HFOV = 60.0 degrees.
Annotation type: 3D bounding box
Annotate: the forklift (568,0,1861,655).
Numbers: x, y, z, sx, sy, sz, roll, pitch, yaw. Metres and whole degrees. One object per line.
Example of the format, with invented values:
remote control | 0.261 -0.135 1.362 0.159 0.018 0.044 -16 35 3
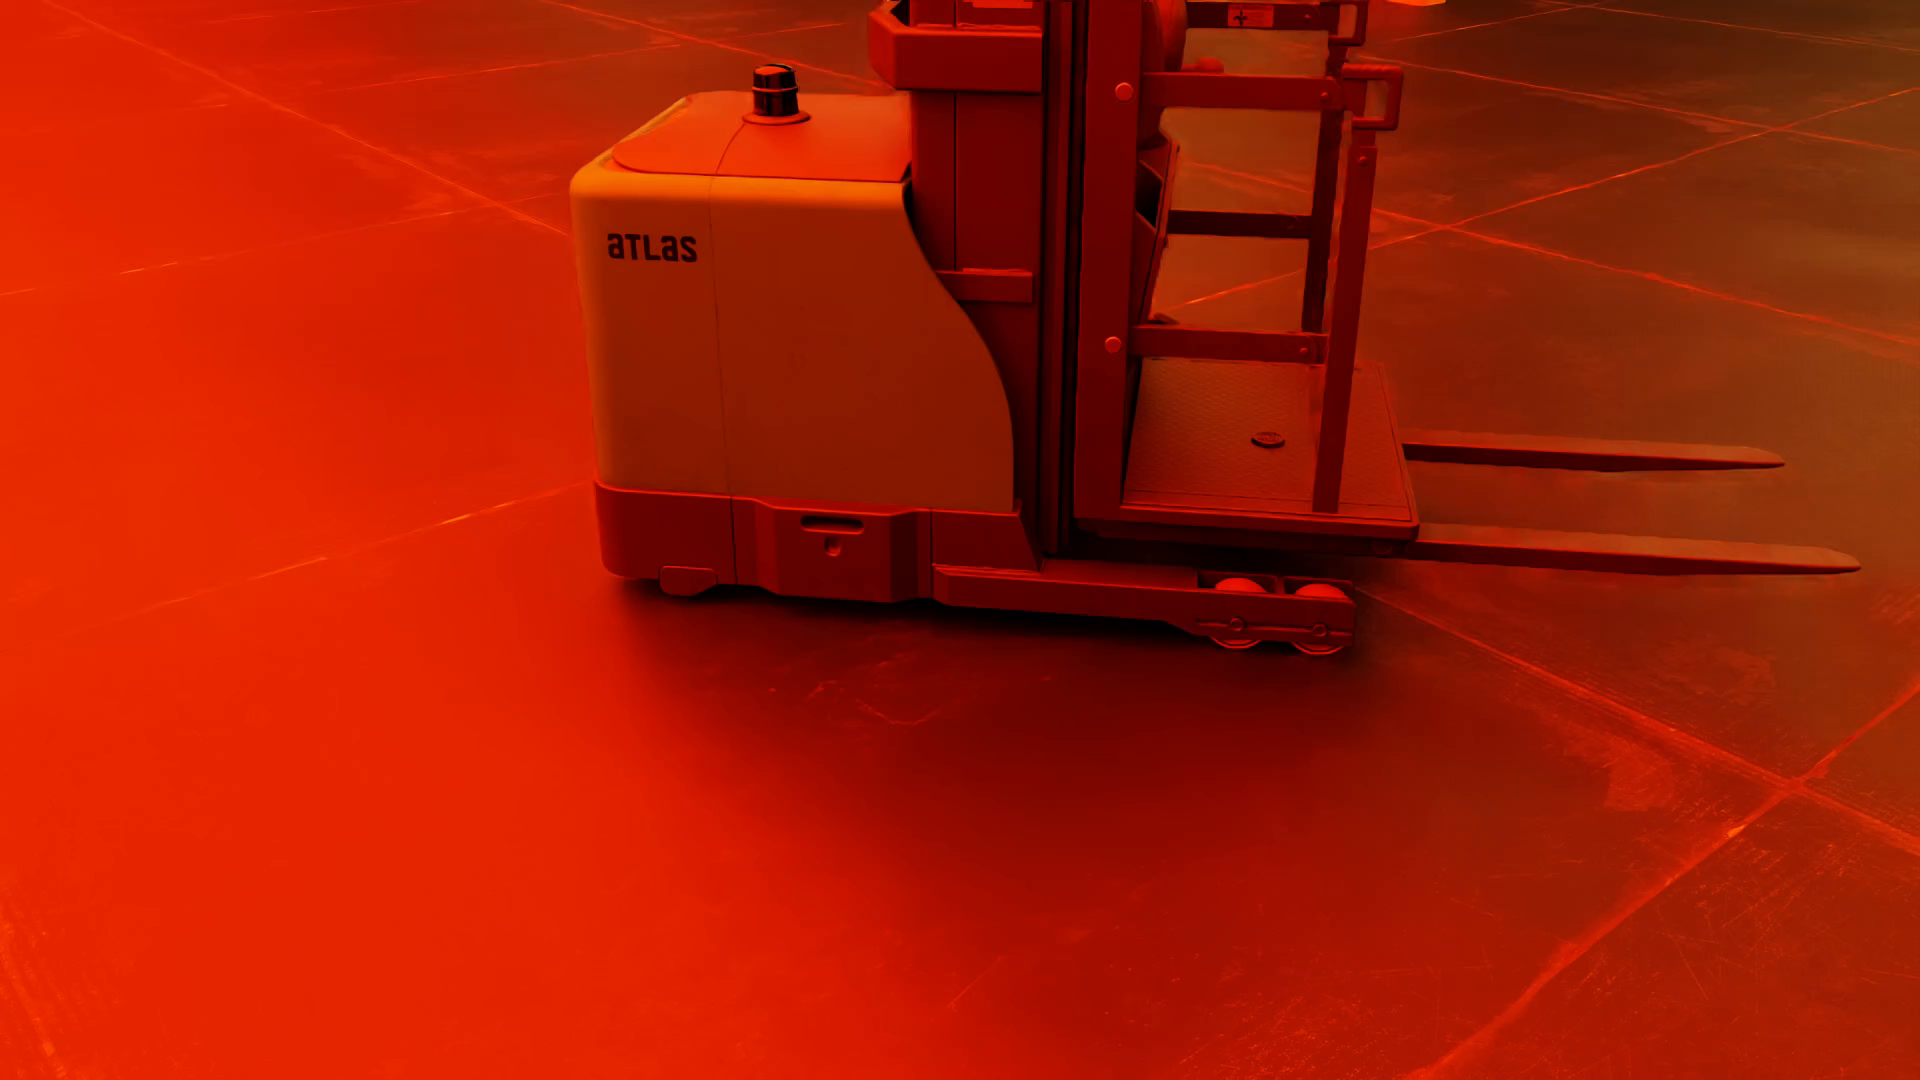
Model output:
forklift | 0.649 -1.293 3.809 3.031 2.935 1.130 4 27 8
